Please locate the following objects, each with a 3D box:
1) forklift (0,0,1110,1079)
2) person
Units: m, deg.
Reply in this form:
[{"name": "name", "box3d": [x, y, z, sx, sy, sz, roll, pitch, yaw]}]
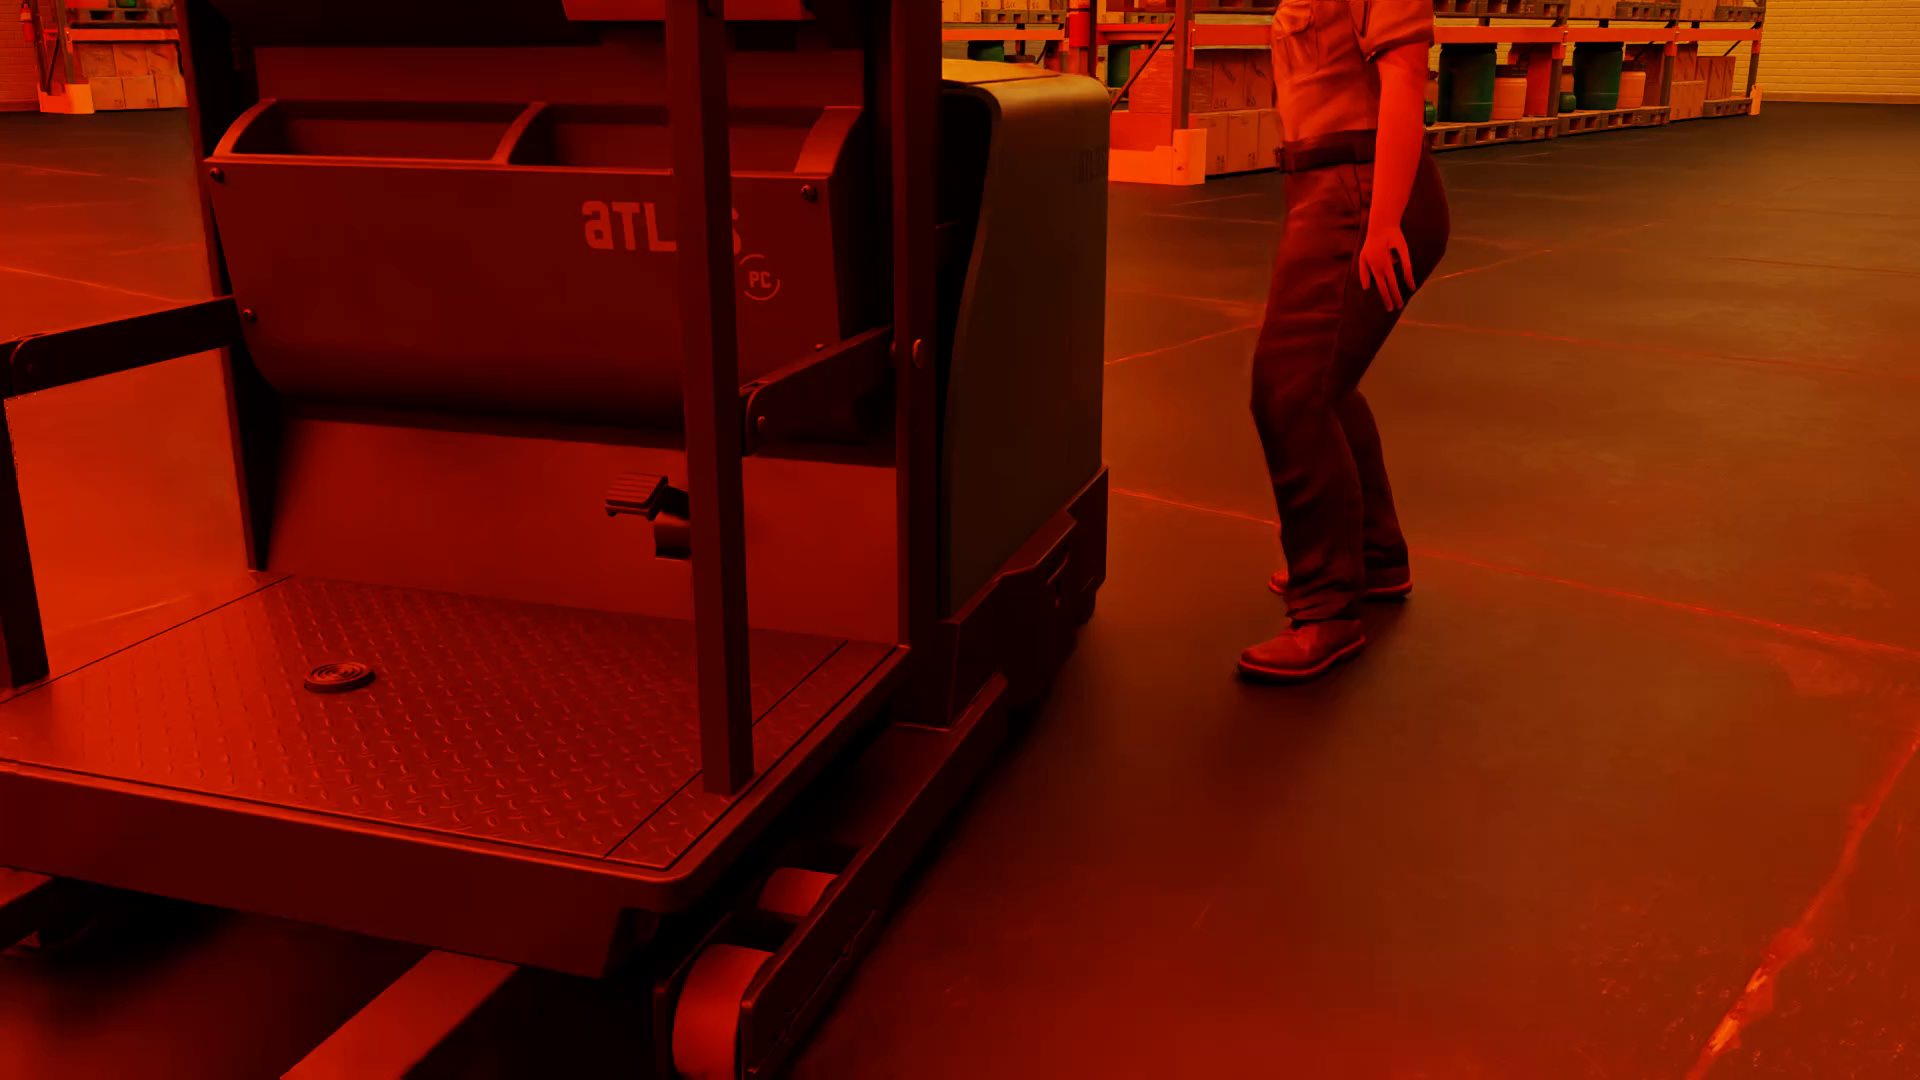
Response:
[{"name": "forklift", "box3d": [-0.641, -0.907, 1.885, 1.130, 2.935, 3.031, 5, 18, 17]}, {"name": "person", "box3d": [0.752, -0.610, 3.190, 0.378, 1.624, 0.816, 2, 17, 8]}]
